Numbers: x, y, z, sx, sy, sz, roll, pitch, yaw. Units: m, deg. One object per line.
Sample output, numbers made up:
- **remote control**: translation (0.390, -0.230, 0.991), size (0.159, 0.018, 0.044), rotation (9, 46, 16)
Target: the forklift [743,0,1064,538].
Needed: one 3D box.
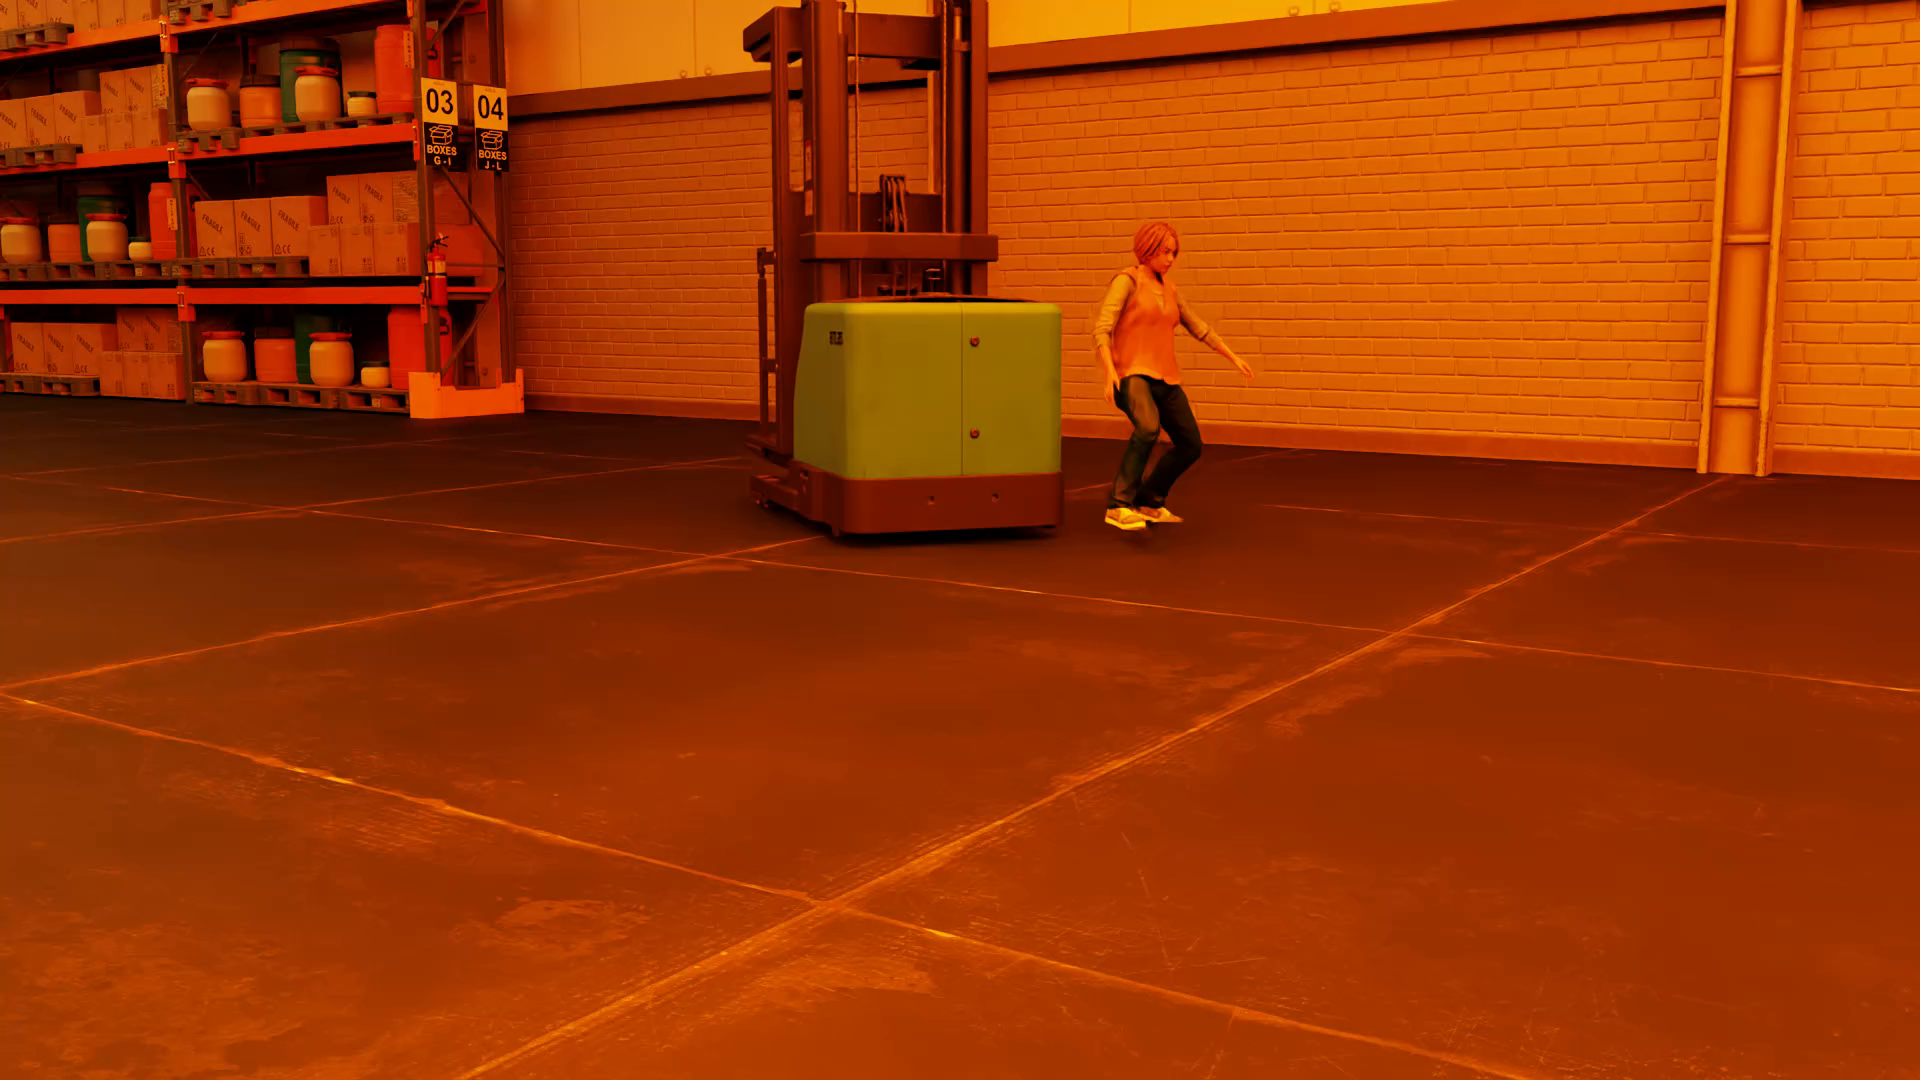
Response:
- **forklift**: translation (-0.488, -1.628, 8.641), size (1.130, 2.935, 3.031), rotation (-3, 9, -19)

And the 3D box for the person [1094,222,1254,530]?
- **person**: translation (0.935, -0.754, 7.878), size (0.822, 1.484, 0.651), rotation (-6, 10, -36)
